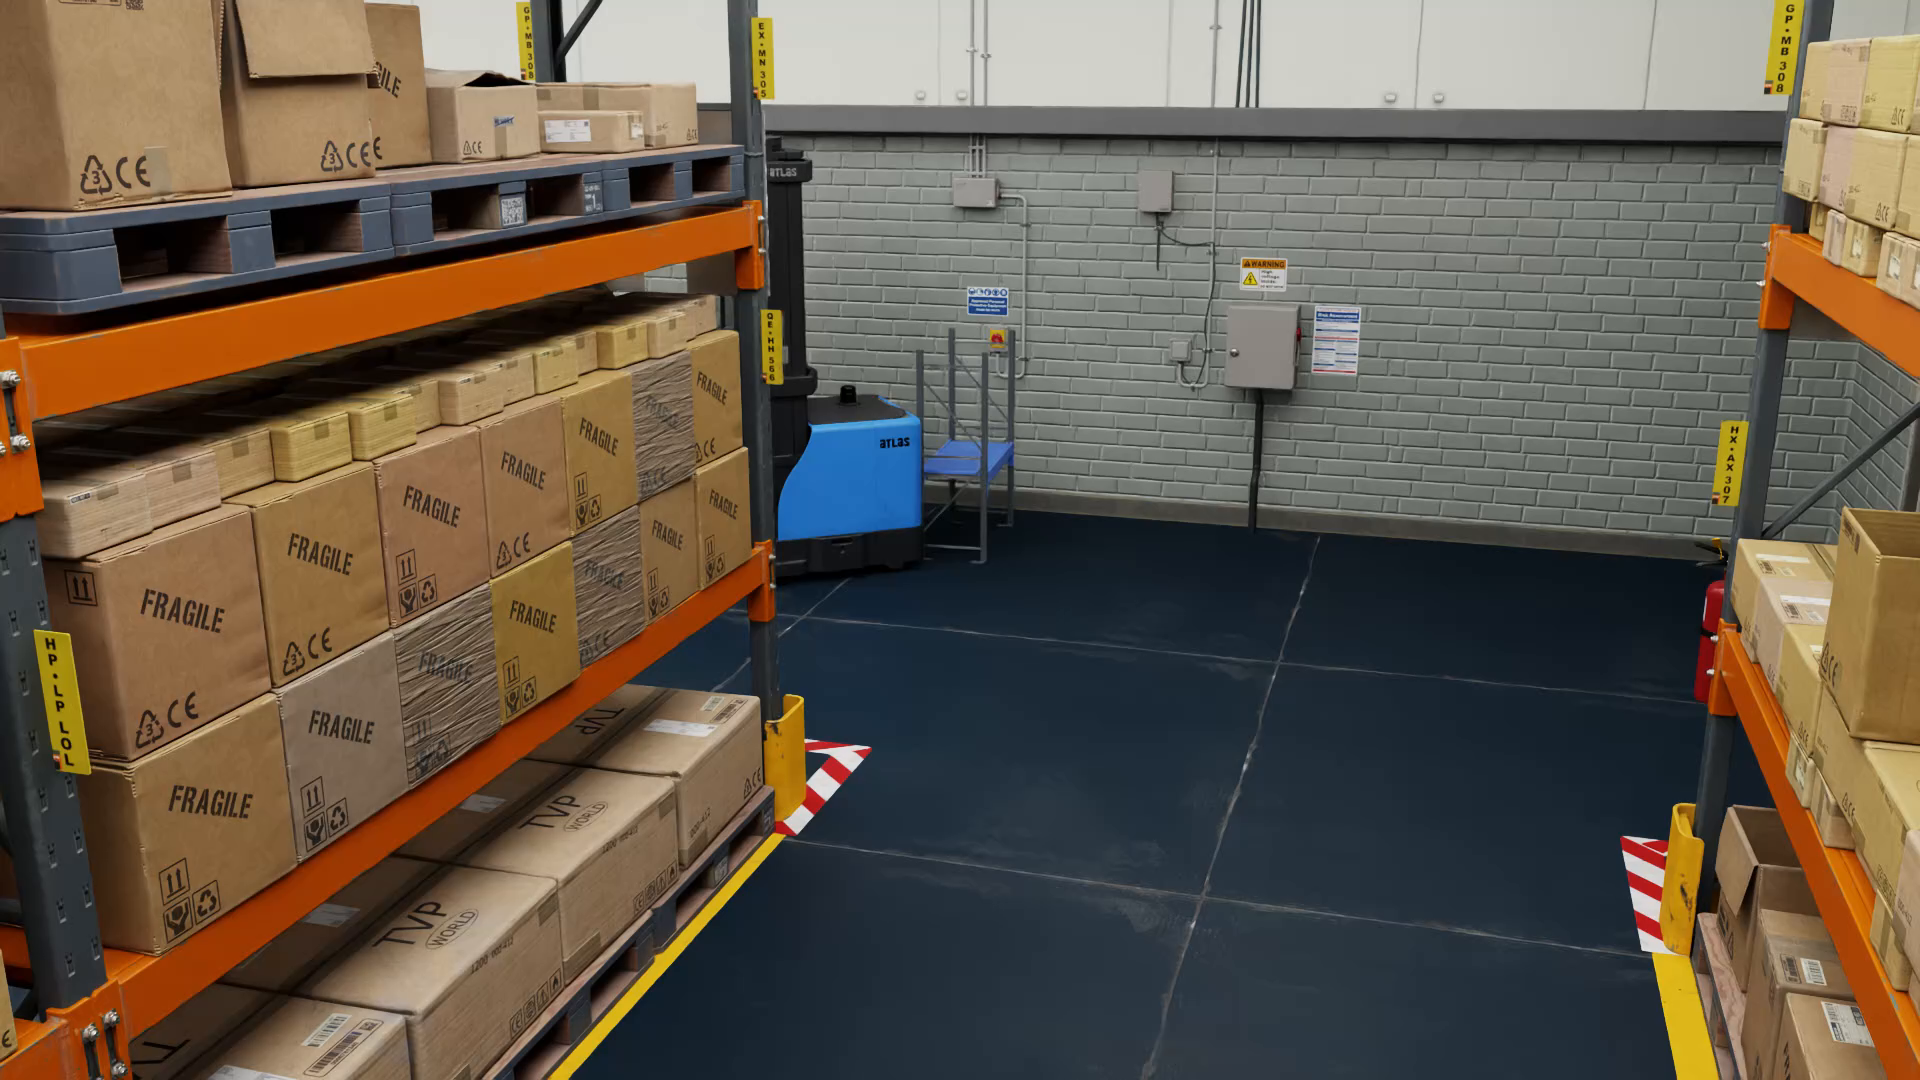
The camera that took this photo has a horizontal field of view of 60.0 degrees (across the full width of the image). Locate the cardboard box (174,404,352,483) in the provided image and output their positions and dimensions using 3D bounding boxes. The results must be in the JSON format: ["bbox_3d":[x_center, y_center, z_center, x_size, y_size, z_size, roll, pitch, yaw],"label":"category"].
[{"bbox_3d":[-1.916,-0.269,4.578,0.380,0.149,0.250,5,16,15],"label":"cardboard box"}]

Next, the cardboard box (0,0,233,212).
[{"bbox_3d":[-2.105,-1.046,3.887,0.500,0.500,0.500,5,17,17],"label":"cardboard box"}]

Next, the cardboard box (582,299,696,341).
[{"bbox_3d":[-1.296,-0.877,6.720,0.380,0.149,0.250,5,17,17],"label":"cardboard box"}]

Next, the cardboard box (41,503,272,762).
[{"bbox_3d":[-2.106,0.198,4.119,0.500,0.500,0.500,5,17,16],"label":"cardboard box"}]

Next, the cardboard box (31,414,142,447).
[{"bbox_3d":[-2.432,-0.239,4.469,0.380,0.149,0.250,5,16,16],"label":"cardboard box"}]

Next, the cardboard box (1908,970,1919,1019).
[{"bbox_3d":[2.339,1.029,3.666,0.380,0.149,0.250,5,17,17],"label":"cardboard box"}]

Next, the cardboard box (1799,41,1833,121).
[{"bbox_3d":[3.056,-1.488,5.393,0.500,0.250,0.500,4,16,15],"label":"cardboard box"}]

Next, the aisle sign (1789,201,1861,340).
[{"bbox_3d":[3.161,-1.121,6.020,0.394,0.787,0.004,5,16,16],"label":"aisle sign"}]

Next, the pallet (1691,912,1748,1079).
[{"bbox_3d":[3.176,1.741,5.806,1.003,0.211,1.213,5,16,16],"label":"pallet"}]

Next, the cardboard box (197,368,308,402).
[{"bbox_3d":[-2.267,-0.443,5.190,0.380,0.149,0.250,4,16,15],"label":"cardboard box"}]

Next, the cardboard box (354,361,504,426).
[{"bbox_3d":[-1.684,-0.468,5.277,0.380,0.149,0.250,5,16,16],"label":"cardboard box"}]

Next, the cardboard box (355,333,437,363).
[{"bbox_3d":[-2.086,-0.645,5.902,0.380,0.149,0.250,5,17,16],"label":"cardboard box"}]

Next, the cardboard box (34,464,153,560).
[{"bbox_3d":[-2.135,-0.071,3.877,0.380,0.149,0.250,4,16,15],"label":"cardboard box"}]

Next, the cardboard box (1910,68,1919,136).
[{"bbox_3d":[2.629,-1.089,3.989,0.500,0.250,0.500,5,17,17],"label":"cardboard box"}]

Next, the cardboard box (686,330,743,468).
[{"bbox_3d":[-1.246,-0.598,6.925,0.500,0.500,0.500,5,17,18],"label":"cardboard box"}]

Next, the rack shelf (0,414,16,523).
[{"bbox_3d":[-3.042,0.259,1.740,1.077,0.370,4.000,5,16,16],"label":"rack shelf"}]

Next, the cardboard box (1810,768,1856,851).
[{"bbox_3d":[2.598,0.760,4.615,0.380,0.149,0.250,5,17,17],"label":"cardboard box"}]

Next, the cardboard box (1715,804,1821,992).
[{"bbox_3d":[3.159,1.322,5.977,0.797,0.503,0.637,4,16,14],"label":"cardboard box"}]

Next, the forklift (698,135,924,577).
[{"bbox_3d":[-1.823,-1.191,11.158,3.031,2.935,1.130,-6,17,-20],"label":"forklift"}]

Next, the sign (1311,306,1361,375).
[{"bbox_3d":[2.748,-1.460,12.153,0.329,0.494,0.001,5,16,16],"label":"sign"}]

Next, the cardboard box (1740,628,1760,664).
[{"bbox_3d":[3.067,0.356,6.038,0.380,0.149,0.250,4,16,15],"label":"cardboard box"}]

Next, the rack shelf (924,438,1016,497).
[{"bbox_3d":[0.054,-0.536,12.129,0.538,0.185,1.000,3,16,12],"label":"rack shelf"}]

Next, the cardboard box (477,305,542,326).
[{"bbox_3d":[-1.893,-0.850,6.625,0.380,0.149,0.250,5,17,18],"label":"cardboard box"}]

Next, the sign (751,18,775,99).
[{"bbox_3d":[-0.821,-1.999,6.905,0.100,0.325,0.005,5,16,16],"label":"sign"}]

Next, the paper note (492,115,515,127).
[{"bbox_3d":[-1.376,-1.266,5.021,0.006,0.032,0.123,5,16,16],"label":"paper note"}]

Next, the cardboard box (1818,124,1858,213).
[{"bbox_3d":[2.910,-1.114,4.993,0.500,0.250,0.500,5,17,17],"label":"cardboard box"}]

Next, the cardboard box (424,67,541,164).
[{"bbox_3d":[-1.810,-1.476,5.750,0.500,0.311,0.500,5,17,17],"label":"cardboard box"}]

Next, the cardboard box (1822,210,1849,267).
[{"bbox_3d":[2.802,-0.893,4.943,0.380,0.149,0.250,5,17,17],"label":"cardboard box"}]

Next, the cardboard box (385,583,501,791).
[{"bbox_3d":[-1.795,0.421,5.163,0.500,0.500,0.500,5,17,16],"label":"cardboard box"}]

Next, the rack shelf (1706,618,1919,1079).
[{"bbox_3d":[2.855,1.040,4.485,1.077,0.370,4.000,5,16,16],"label":"rack shelf"}]

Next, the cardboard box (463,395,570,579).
[{"bbox_3d":[-1.654,-0.199,5.517,0.500,0.500,0.500,5,16,15],"label":"cardboard box"}]

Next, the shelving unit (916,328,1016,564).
[{"bbox_3d":[0.054,-0.709,12.080,0.538,1.500,1.048,3,16,12],"label":"shelving unit"}]

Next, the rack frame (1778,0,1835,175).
[{"bbox_3d":[3.423,-2.716,5.413,1.000,3.000,0.127,5,16,16],"label":"rack frame"}]

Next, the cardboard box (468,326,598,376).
[{"bbox_3d":[-1.542,-0.677,6.016,0.380,0.149,0.250,4,16,15],"label":"cardboard box"}]

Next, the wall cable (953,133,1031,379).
[{"bbox_3d":[0.243,-2.194,12.650,0.585,1.953,0.123,5,16,16],"label":"wall cable"}]

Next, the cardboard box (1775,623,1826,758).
[{"bbox_3d":[2.752,0.462,4.933,0.500,0.250,0.500,4,16,15],"label":"cardboard box"}]

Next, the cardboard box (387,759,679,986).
[{"bbox_3d":[-1.681,1.238,6.395,0.875,0.438,0.875,5,17,17],"label":"cardboard box"}]

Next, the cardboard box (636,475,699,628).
[{"bbox_3d":[-1.377,0.015,6.595,0.500,0.500,0.500,4,16,15],"label":"cardboard box"}]

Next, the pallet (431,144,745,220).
[{"bbox_3d":[-1.538,-1.419,6.501,1.003,0.211,1.213,5,16,16],"label":"pallet"}]

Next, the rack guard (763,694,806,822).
[{"bbox_3d":[-1.330,0.983,7.948,1.175,0.500,0.348,5,16,16],"label":"rack guard"}]

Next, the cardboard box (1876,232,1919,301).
[{"bbox_3d":[2.581,-0.693,4.239,0.380,0.149,0.250,5,16,16],"label":"cardboard box"}]

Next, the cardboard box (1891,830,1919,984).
[{"bbox_3d":[2.326,0.862,3.525,0.500,0.250,0.500,5,16,16],"label":"cardboard box"}]

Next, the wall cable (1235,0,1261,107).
[{"bbox_3d":[3.390,-4.343,11.081,2.988,3.039,0.133,5,16,16],"label":"wall cable"}]

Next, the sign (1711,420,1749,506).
[{"bbox_3d":[2.903,-0.288,6.262,0.100,0.325,0.005,5,16,16],"label":"sign"}]
